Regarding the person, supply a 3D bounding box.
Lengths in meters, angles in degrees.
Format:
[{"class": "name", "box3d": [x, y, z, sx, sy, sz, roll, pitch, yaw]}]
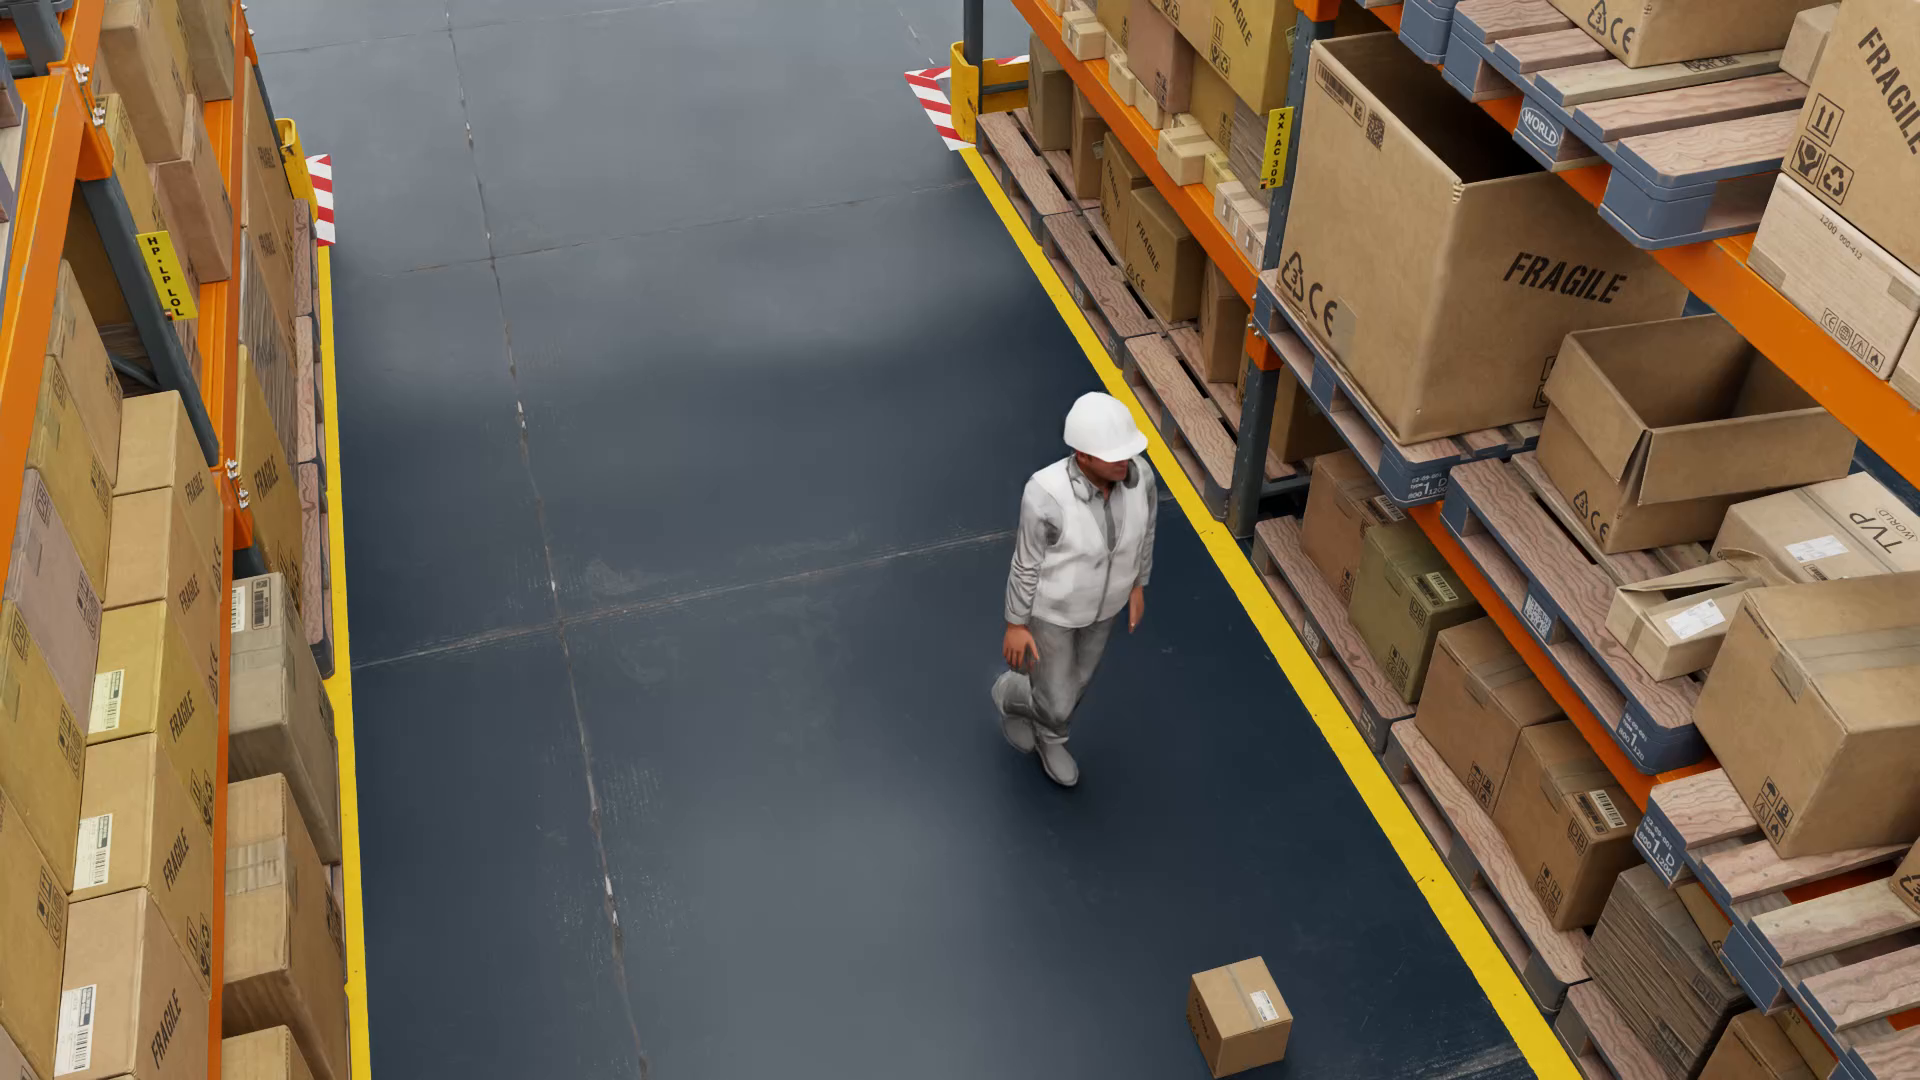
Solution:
[{"class": "person", "box3d": [4.677, -1.431, 4.701, 8.125, 5.792, 11.319, -20, 46, -20]}]
